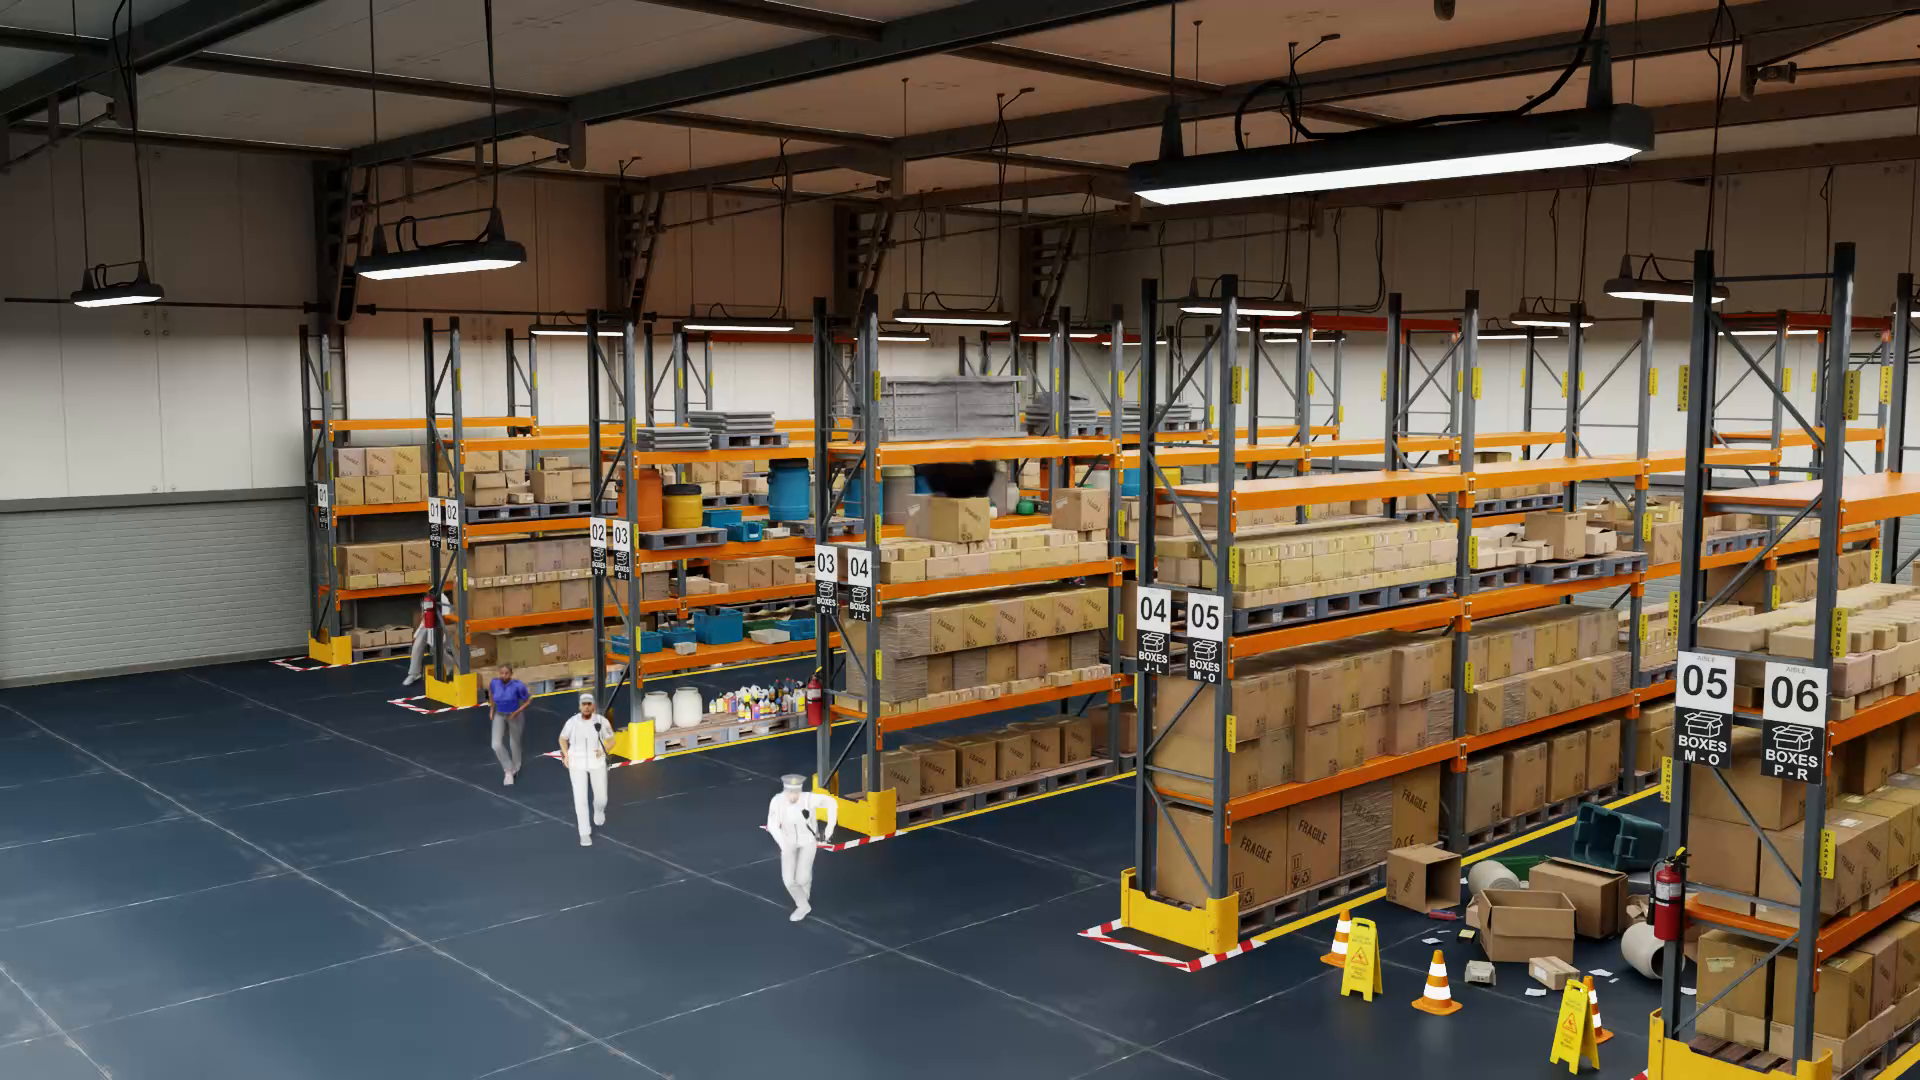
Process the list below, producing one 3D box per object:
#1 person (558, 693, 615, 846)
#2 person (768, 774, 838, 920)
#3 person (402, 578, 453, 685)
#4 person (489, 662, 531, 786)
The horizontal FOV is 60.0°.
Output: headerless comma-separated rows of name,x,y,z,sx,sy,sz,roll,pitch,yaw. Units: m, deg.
person,-4.123,2.499,18.407,0.618,1.629,0.768,-1,6,-12
person,-1.467,2.871,15.526,0.639,1.490,0.751,0,6,4
person,-8.757,1.497,27.734,0.733,1.783,0.998,3,7,31
person,-5.685,2.286,21.077,0.558,1.567,0.909,0,6,-2
